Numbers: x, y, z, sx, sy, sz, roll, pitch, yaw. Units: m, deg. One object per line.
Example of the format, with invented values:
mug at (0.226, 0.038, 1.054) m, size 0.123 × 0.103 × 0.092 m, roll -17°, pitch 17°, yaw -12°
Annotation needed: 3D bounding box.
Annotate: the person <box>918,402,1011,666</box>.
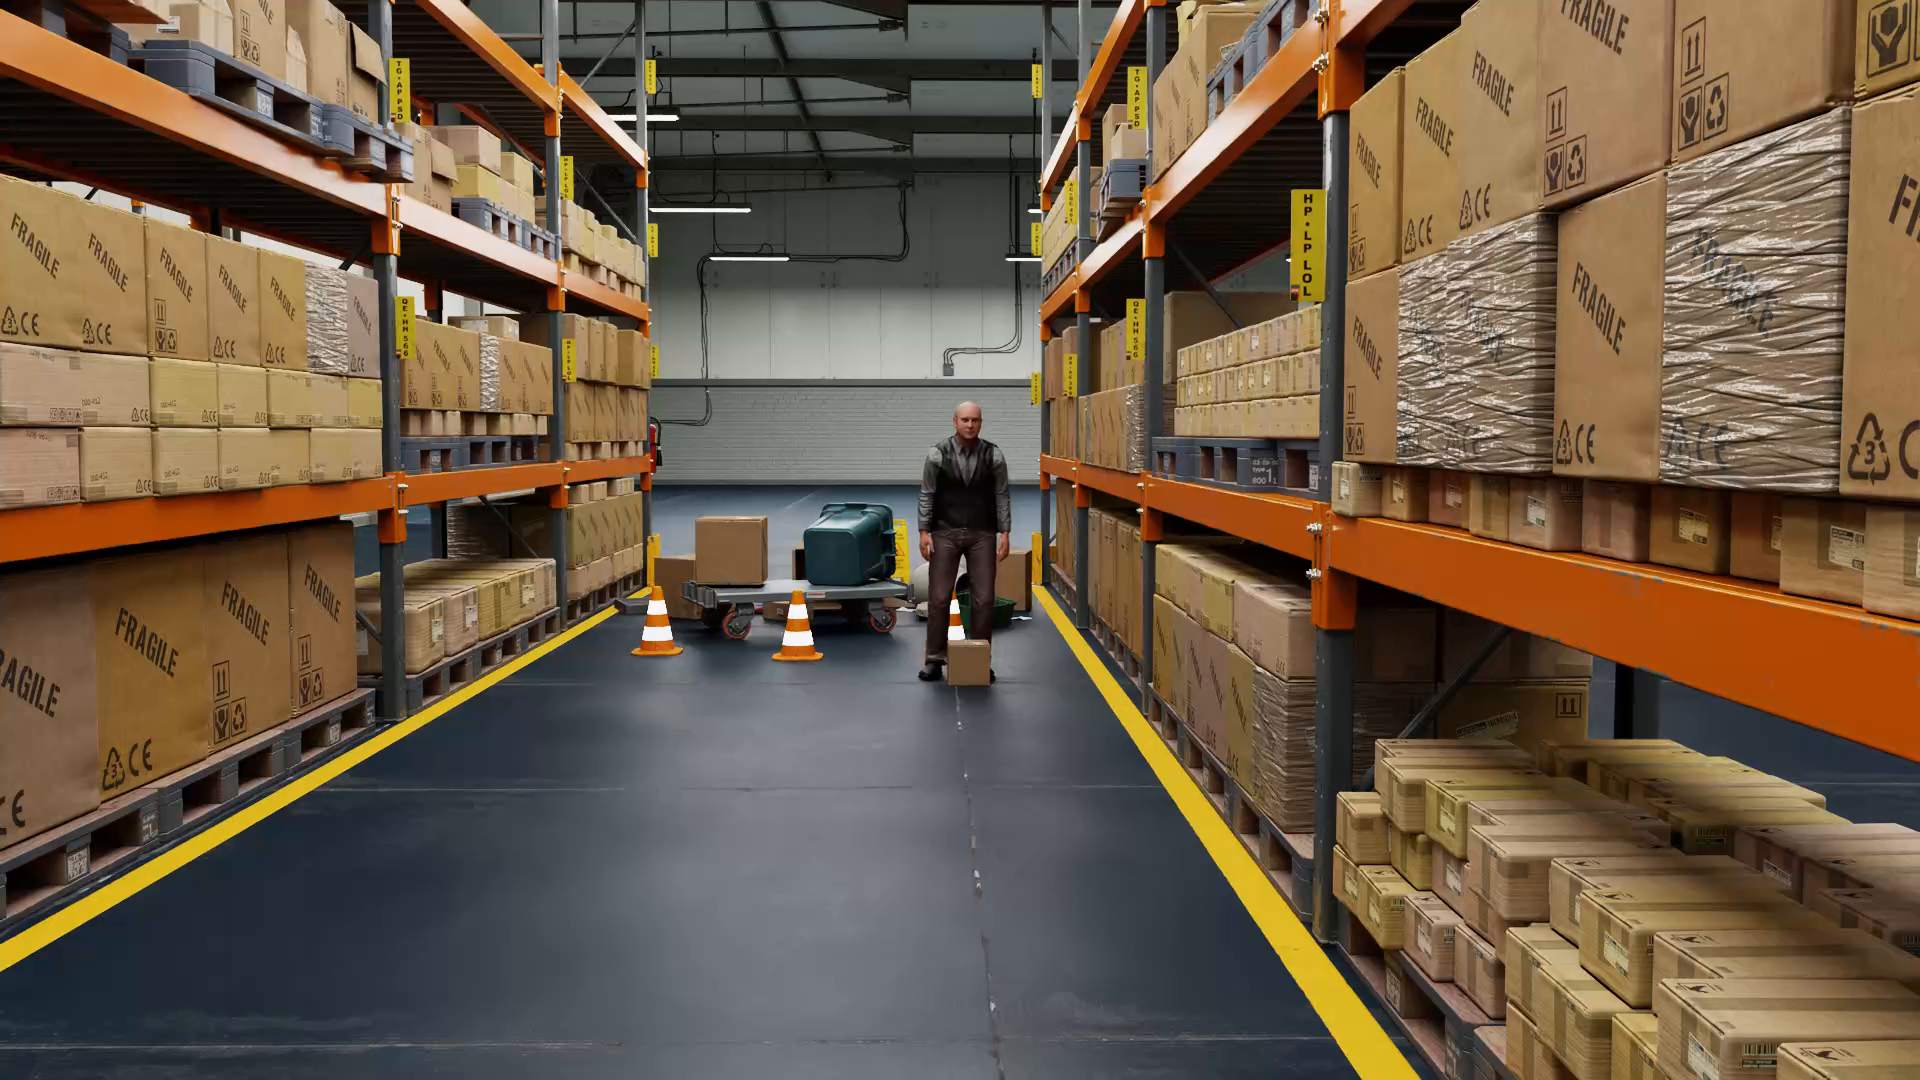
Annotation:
person at (0.028, -0.030, 10.424) m, size 0.587 × 1.665 × 0.407 m, roll 0°, pitch 4°, yaw -4°
